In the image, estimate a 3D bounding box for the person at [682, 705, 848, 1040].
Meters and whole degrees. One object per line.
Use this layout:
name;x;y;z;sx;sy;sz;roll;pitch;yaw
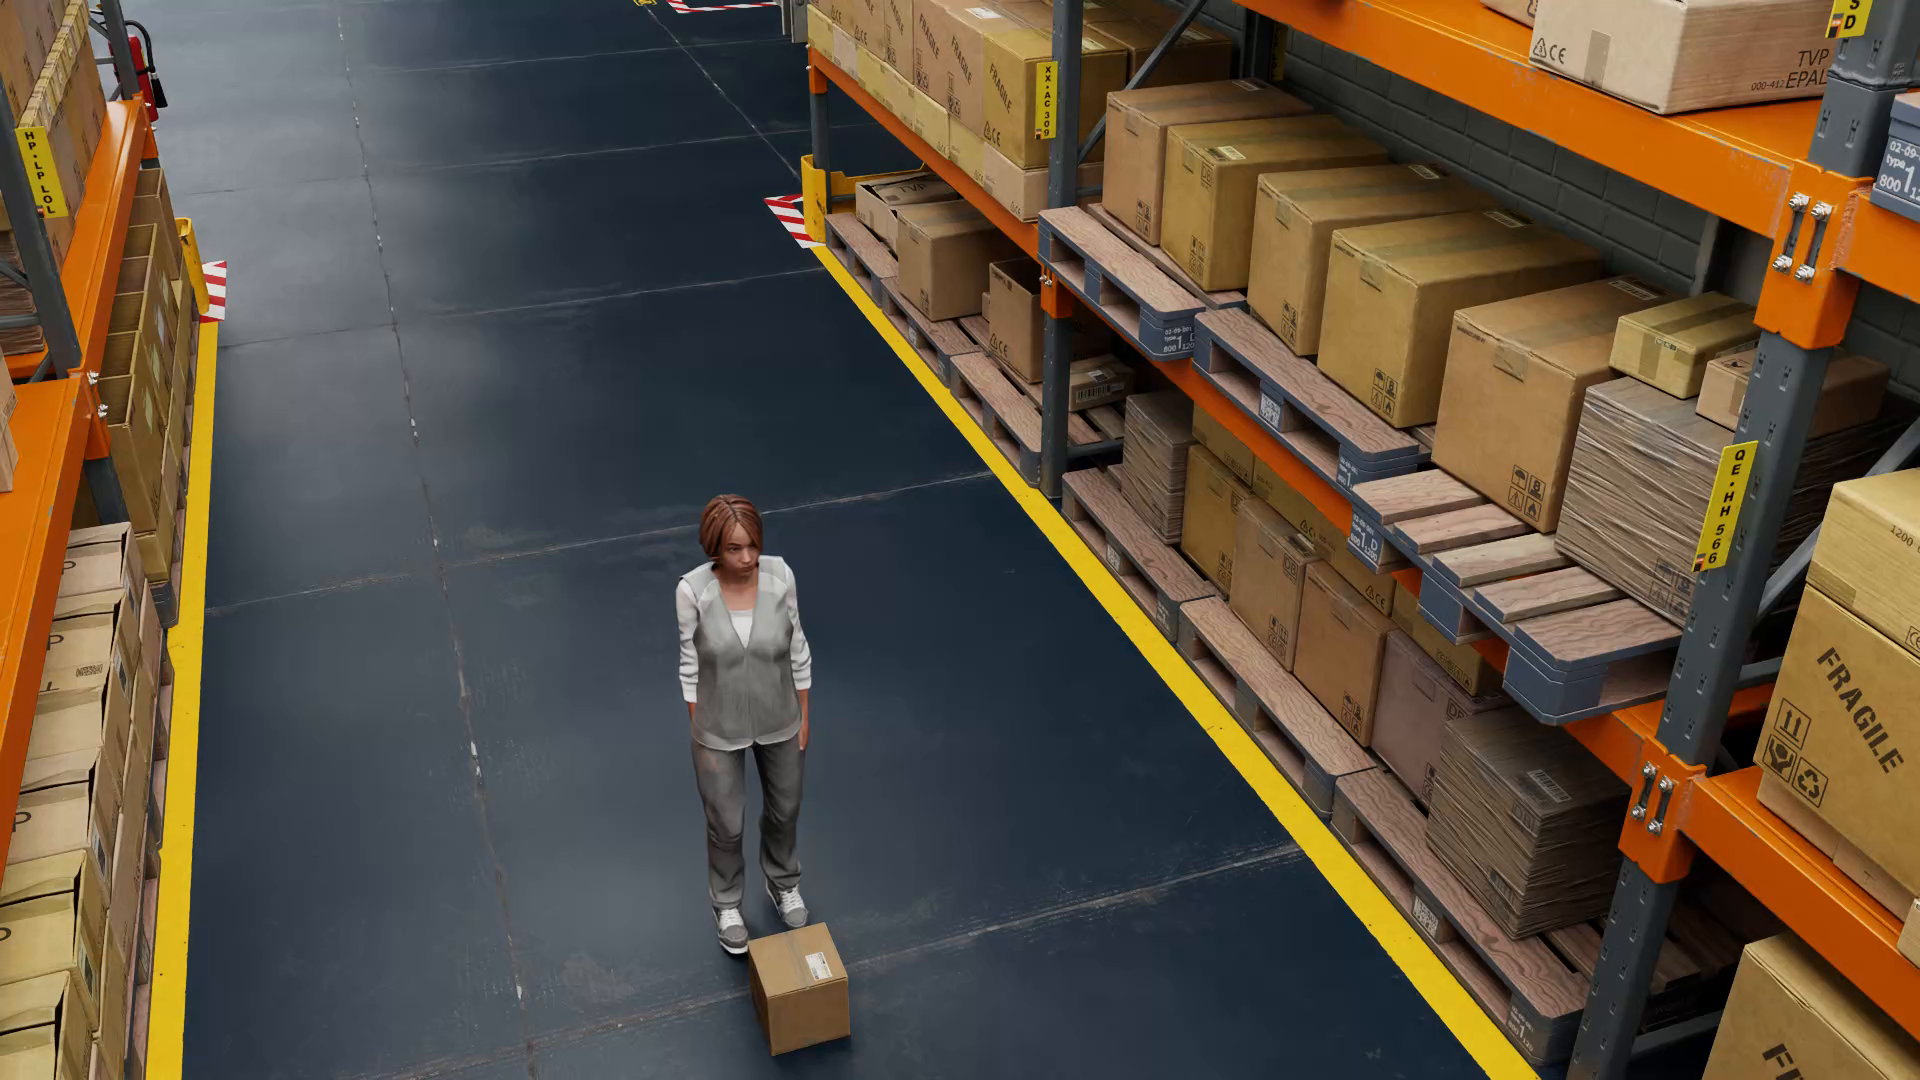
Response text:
person;-0.610;1.006;5.242;0.424;0.798;0.867;-12;32;-19
